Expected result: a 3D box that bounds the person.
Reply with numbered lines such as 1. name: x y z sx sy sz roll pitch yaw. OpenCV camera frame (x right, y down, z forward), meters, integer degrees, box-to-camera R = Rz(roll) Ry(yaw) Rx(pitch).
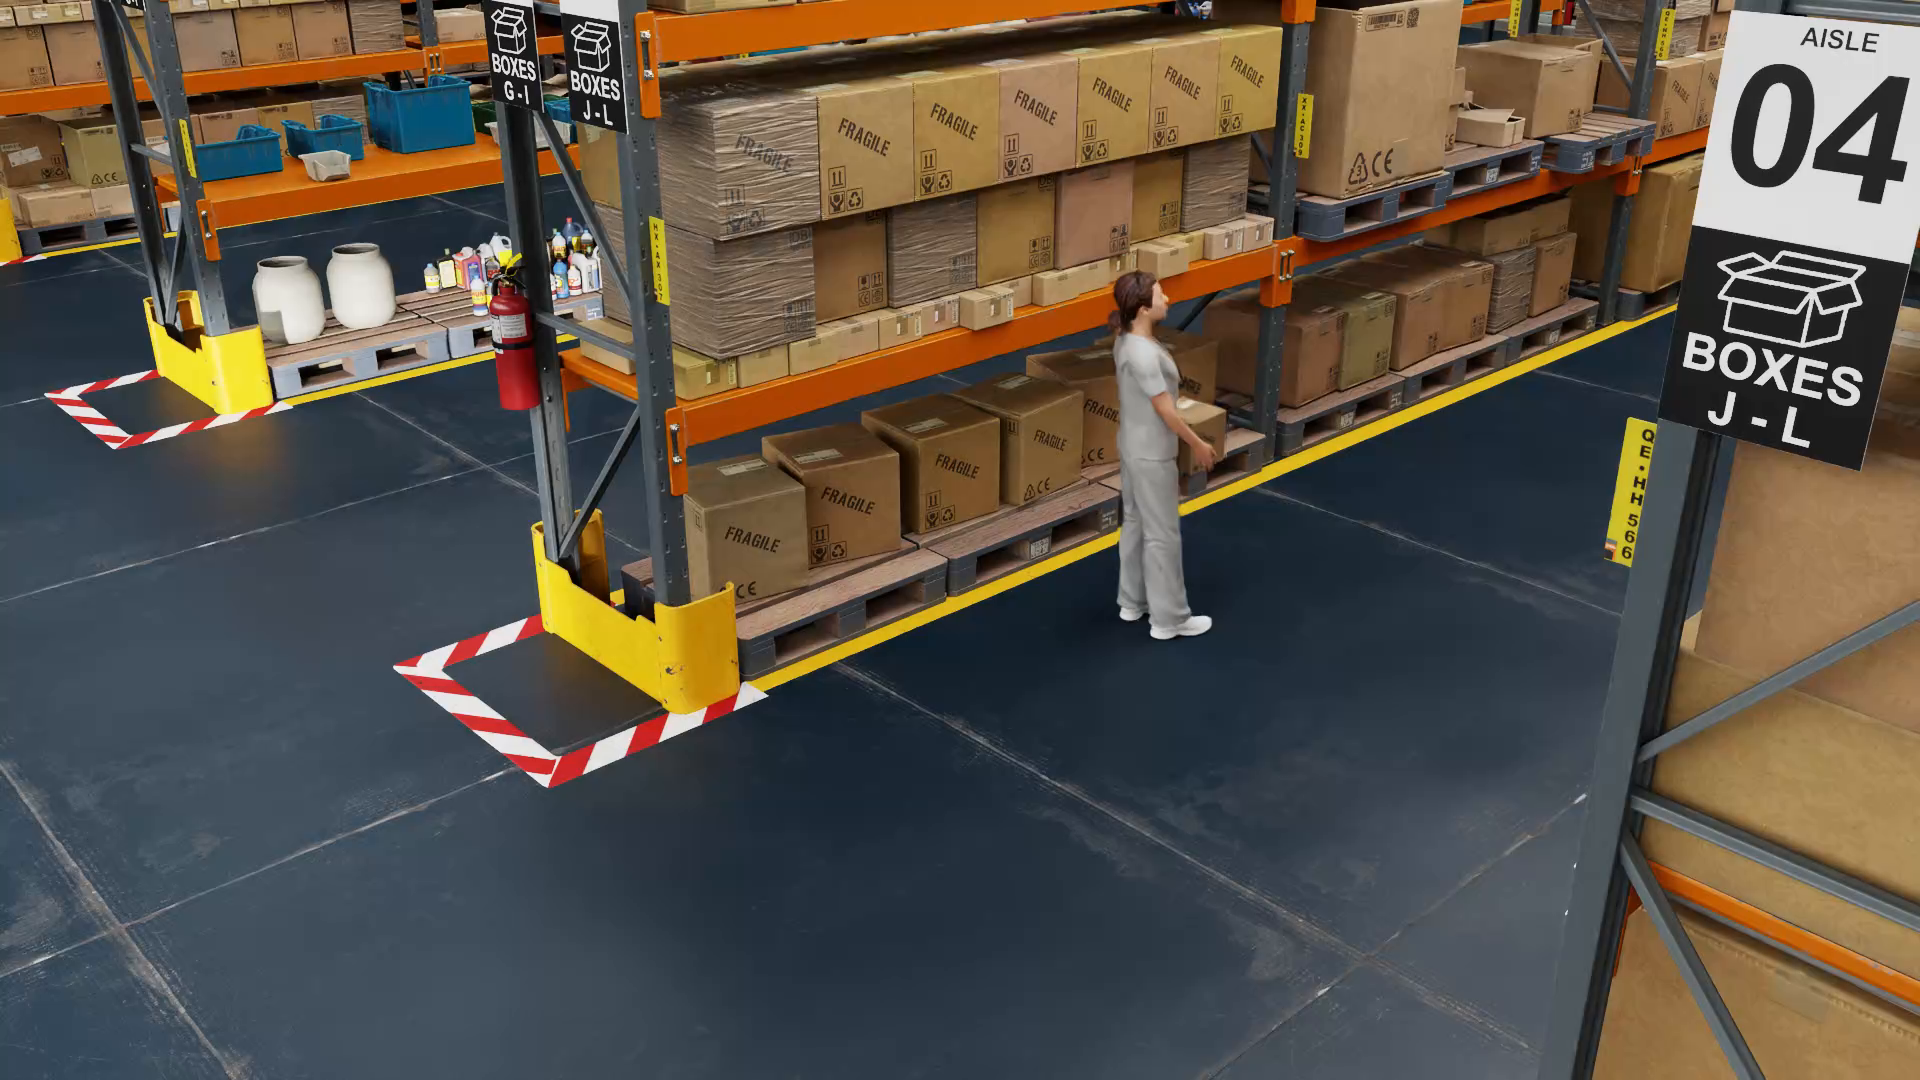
1. person: 0.899 -0.383 7.457 0.517 1.657 0.487 -2 25 -5
